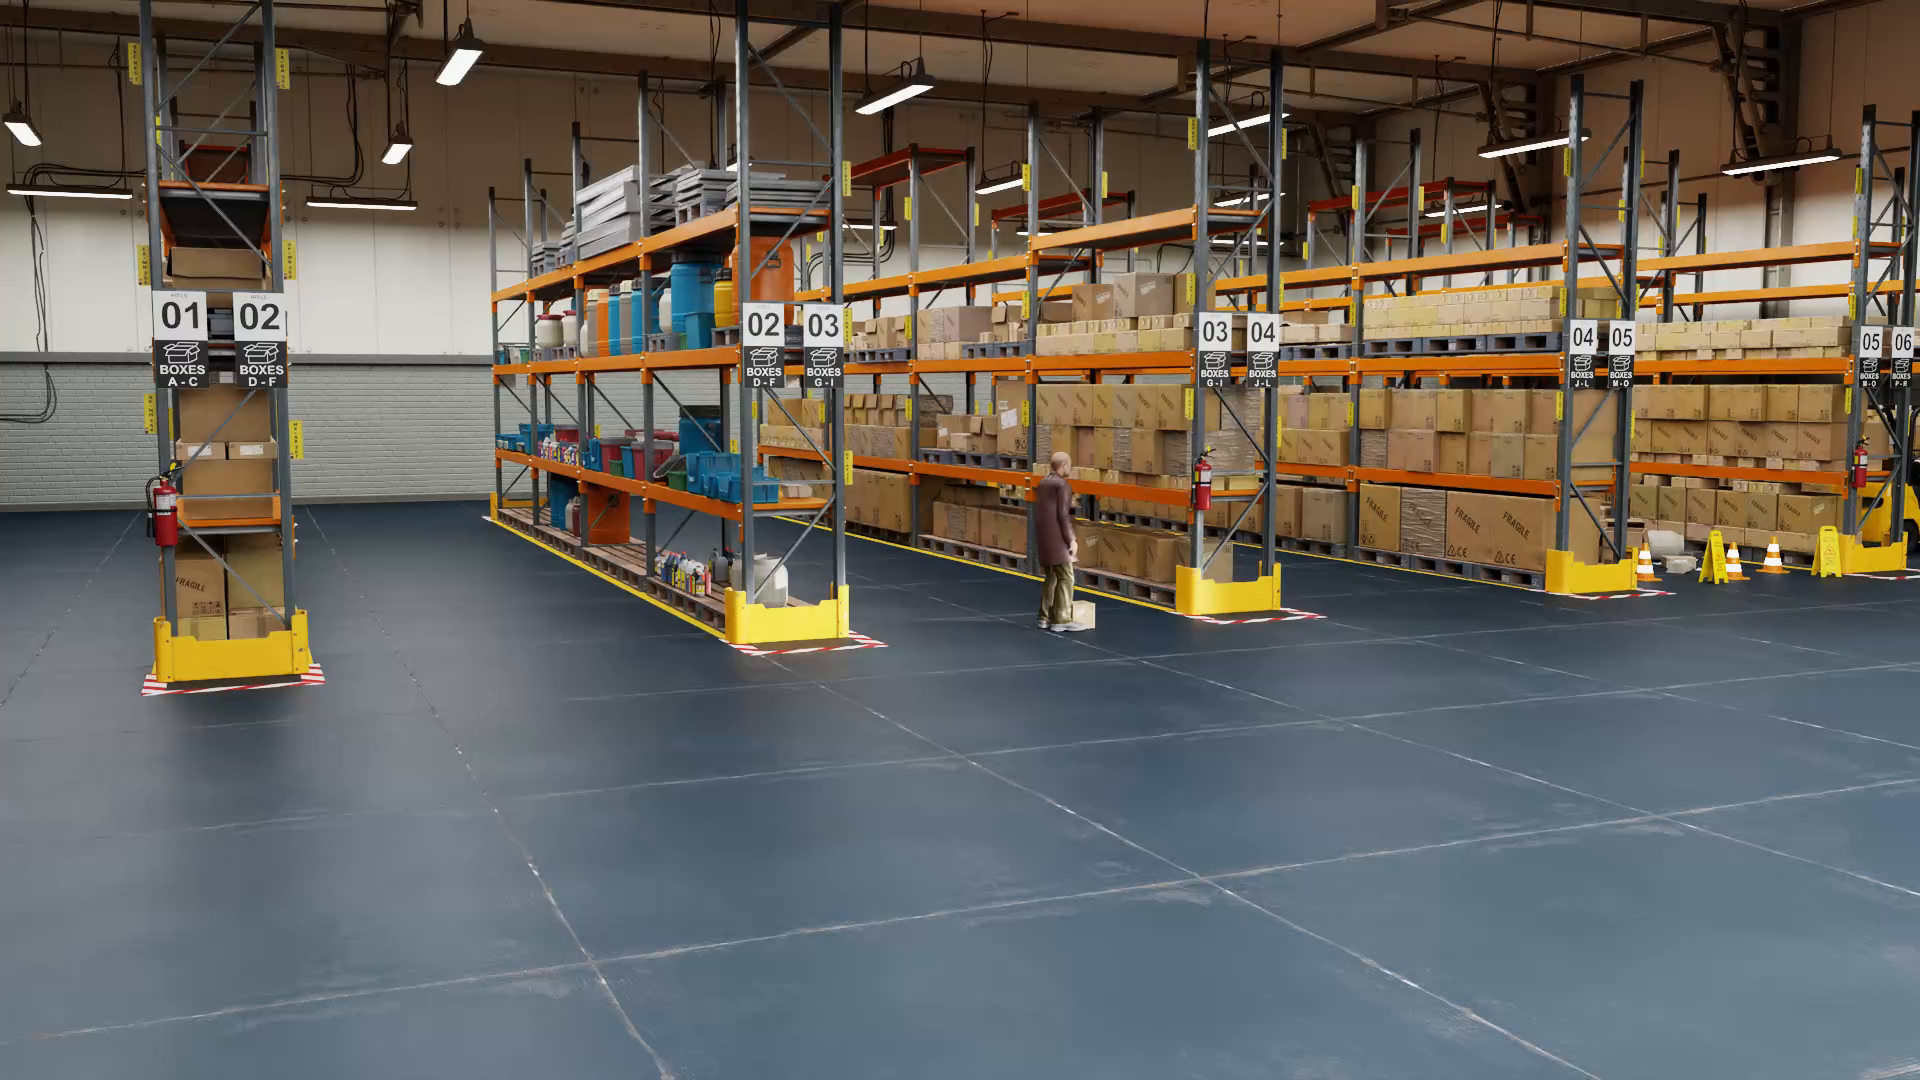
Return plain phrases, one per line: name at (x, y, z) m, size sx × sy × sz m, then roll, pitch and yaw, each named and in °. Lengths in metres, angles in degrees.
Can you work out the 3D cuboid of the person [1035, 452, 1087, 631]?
person at (0.976, 0.006, 16.619) m, size 0.426 × 1.774 × 0.644 m, roll -2°, pitch 6°, yaw -23°
